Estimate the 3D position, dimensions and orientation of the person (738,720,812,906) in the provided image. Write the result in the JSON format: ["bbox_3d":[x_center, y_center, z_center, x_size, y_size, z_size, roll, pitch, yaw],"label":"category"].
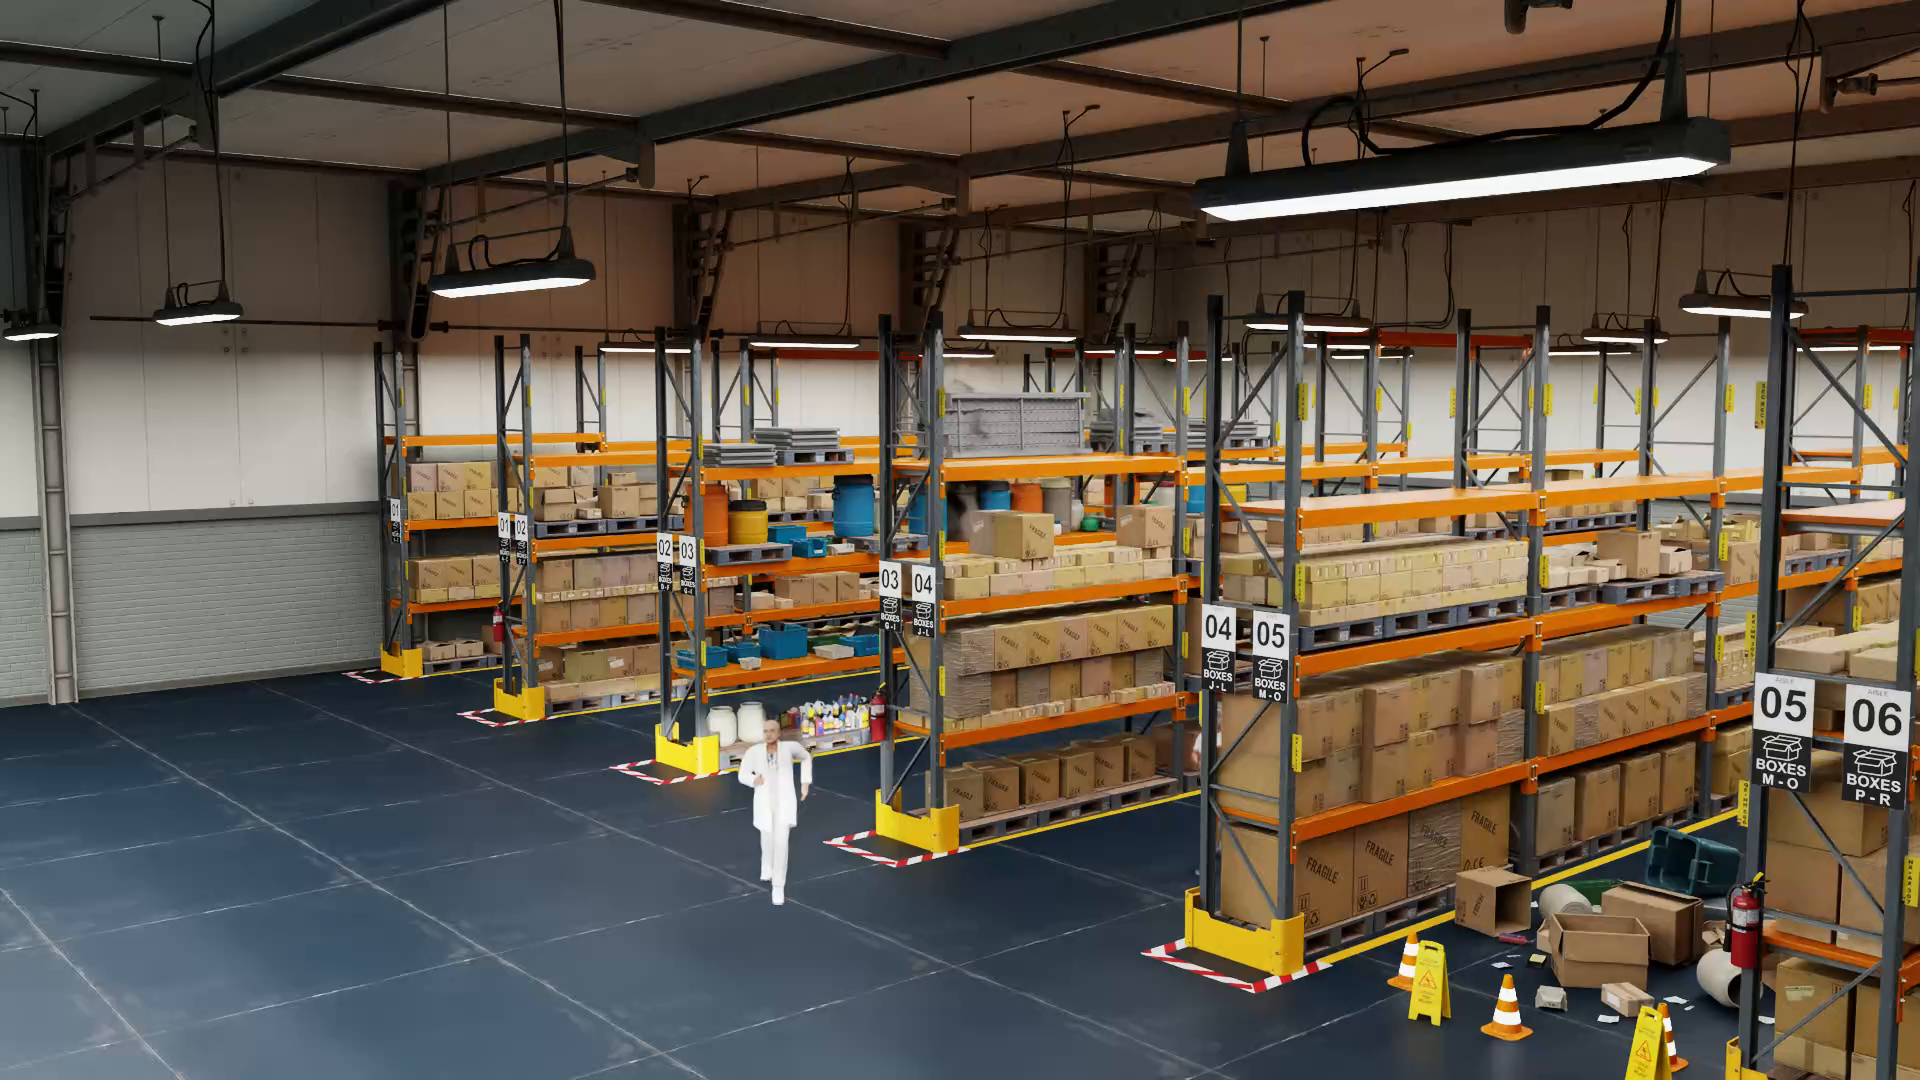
[{"bbox_3d":[-1.885,2.730,17.059,0.728,1.834,0.990,0,5,2],"label":"person"}]

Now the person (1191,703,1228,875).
[{"bbox_3d":[2.773,2.630,17.974,0.669,1.762,1.042,4,7,41],"label":"person"}]
